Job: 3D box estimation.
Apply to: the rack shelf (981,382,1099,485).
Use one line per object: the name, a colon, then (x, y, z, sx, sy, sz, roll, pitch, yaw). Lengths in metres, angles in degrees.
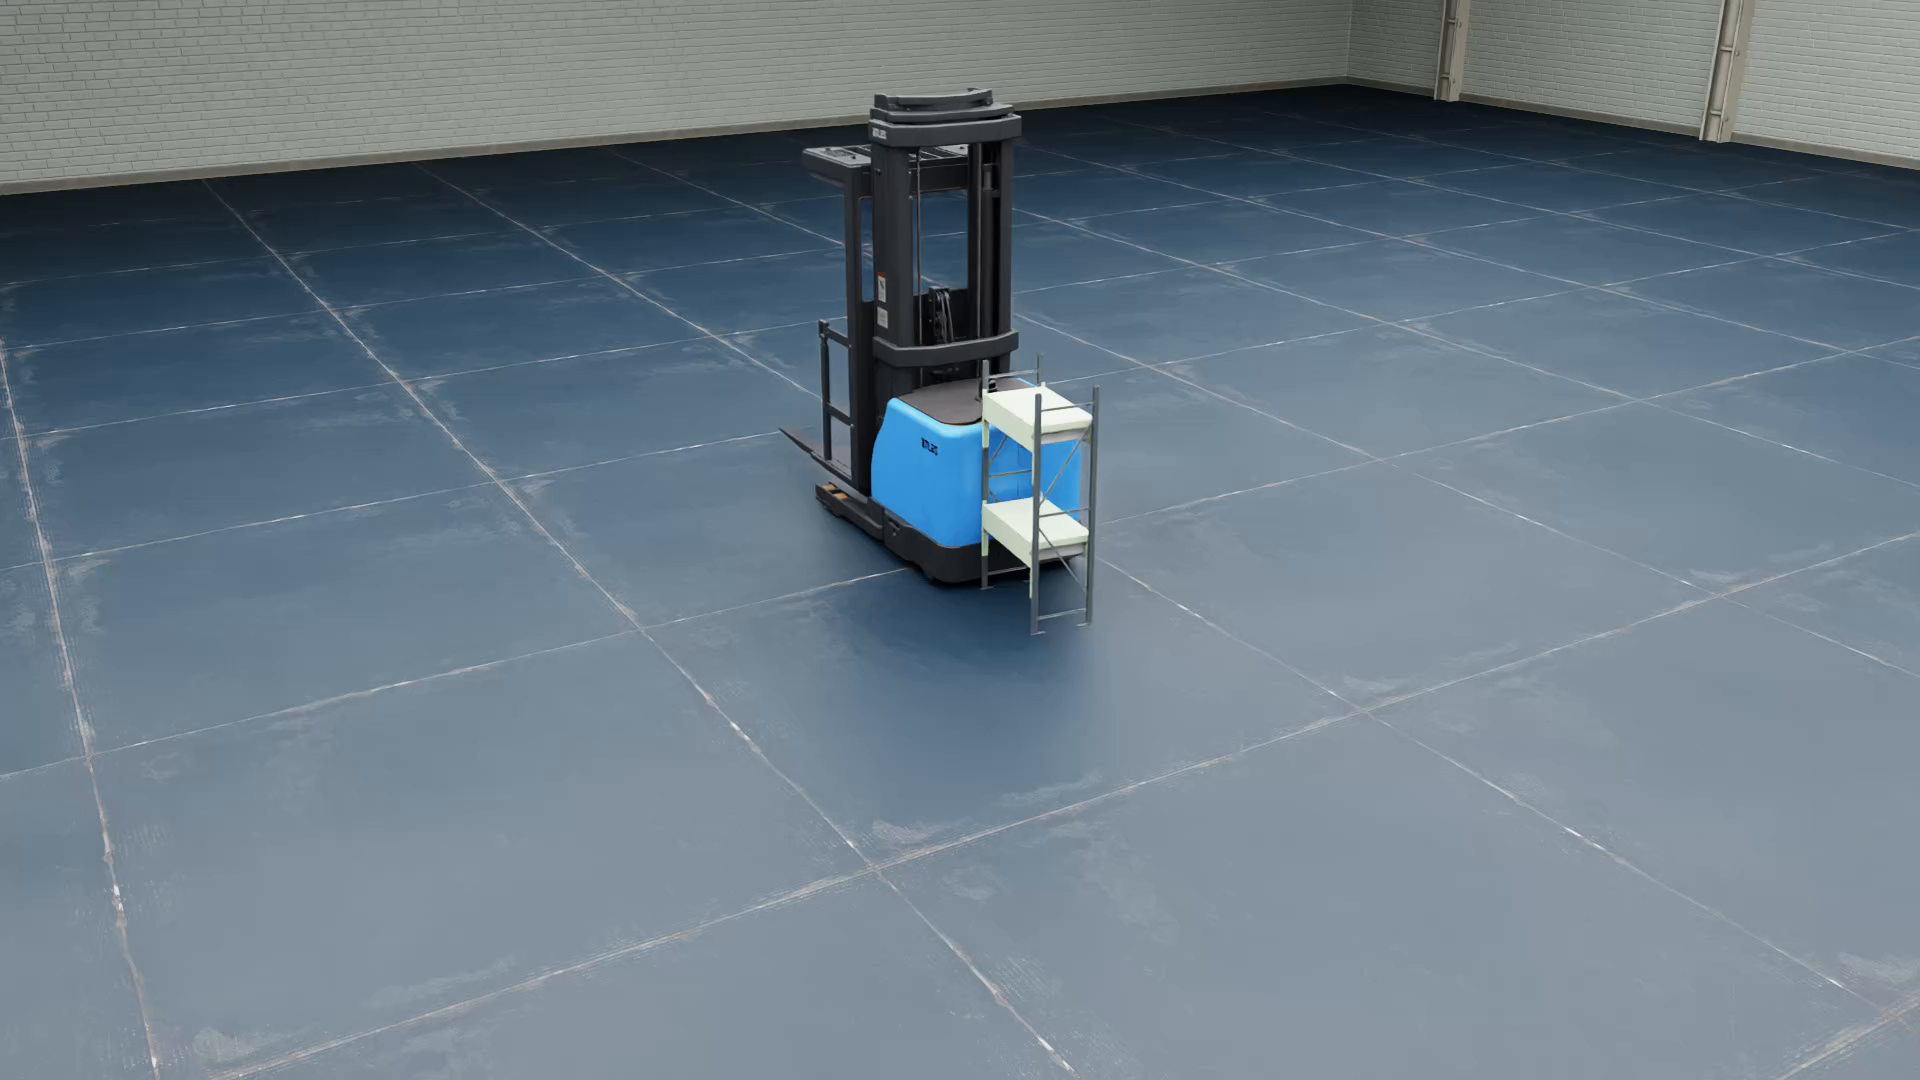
rack shelf: (0.466, -0.644, 9.867, 0.431, 0.370, 0.720, -9, 24, -21)

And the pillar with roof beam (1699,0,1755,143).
pillar with roof beam: (8.856, -9.985, 23.927, 9.100, 9.000, 0.400, -13, 25, -28)

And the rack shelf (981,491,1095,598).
rack shelf: (0.466, 0.020, 10.137, 0.431, 0.370, 0.720, -9, 24, -21)

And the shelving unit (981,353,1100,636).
shelving unit: (0.466, -0.282, 10.014, 0.431, 1.500, 0.755, -9, 24, -21)

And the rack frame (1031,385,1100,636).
rack frame: (0.610, -0.155, 9.702, 0.400, 1.500, 0.023, -9, 24, -21)

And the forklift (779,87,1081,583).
forklift: (-0.371, -1.599, 11.354, 1.130, 2.935, 3.031, -12, 25, -27)

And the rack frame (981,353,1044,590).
rack frame: (0.323, -0.409, 10.326, 0.400, 1.500, 0.023, -9, 24, -21)

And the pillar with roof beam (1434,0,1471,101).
pillar with roof beam: (5.791, -11.927, 28.705, 9.100, 9.000, 0.400, -13, 25, -28)
